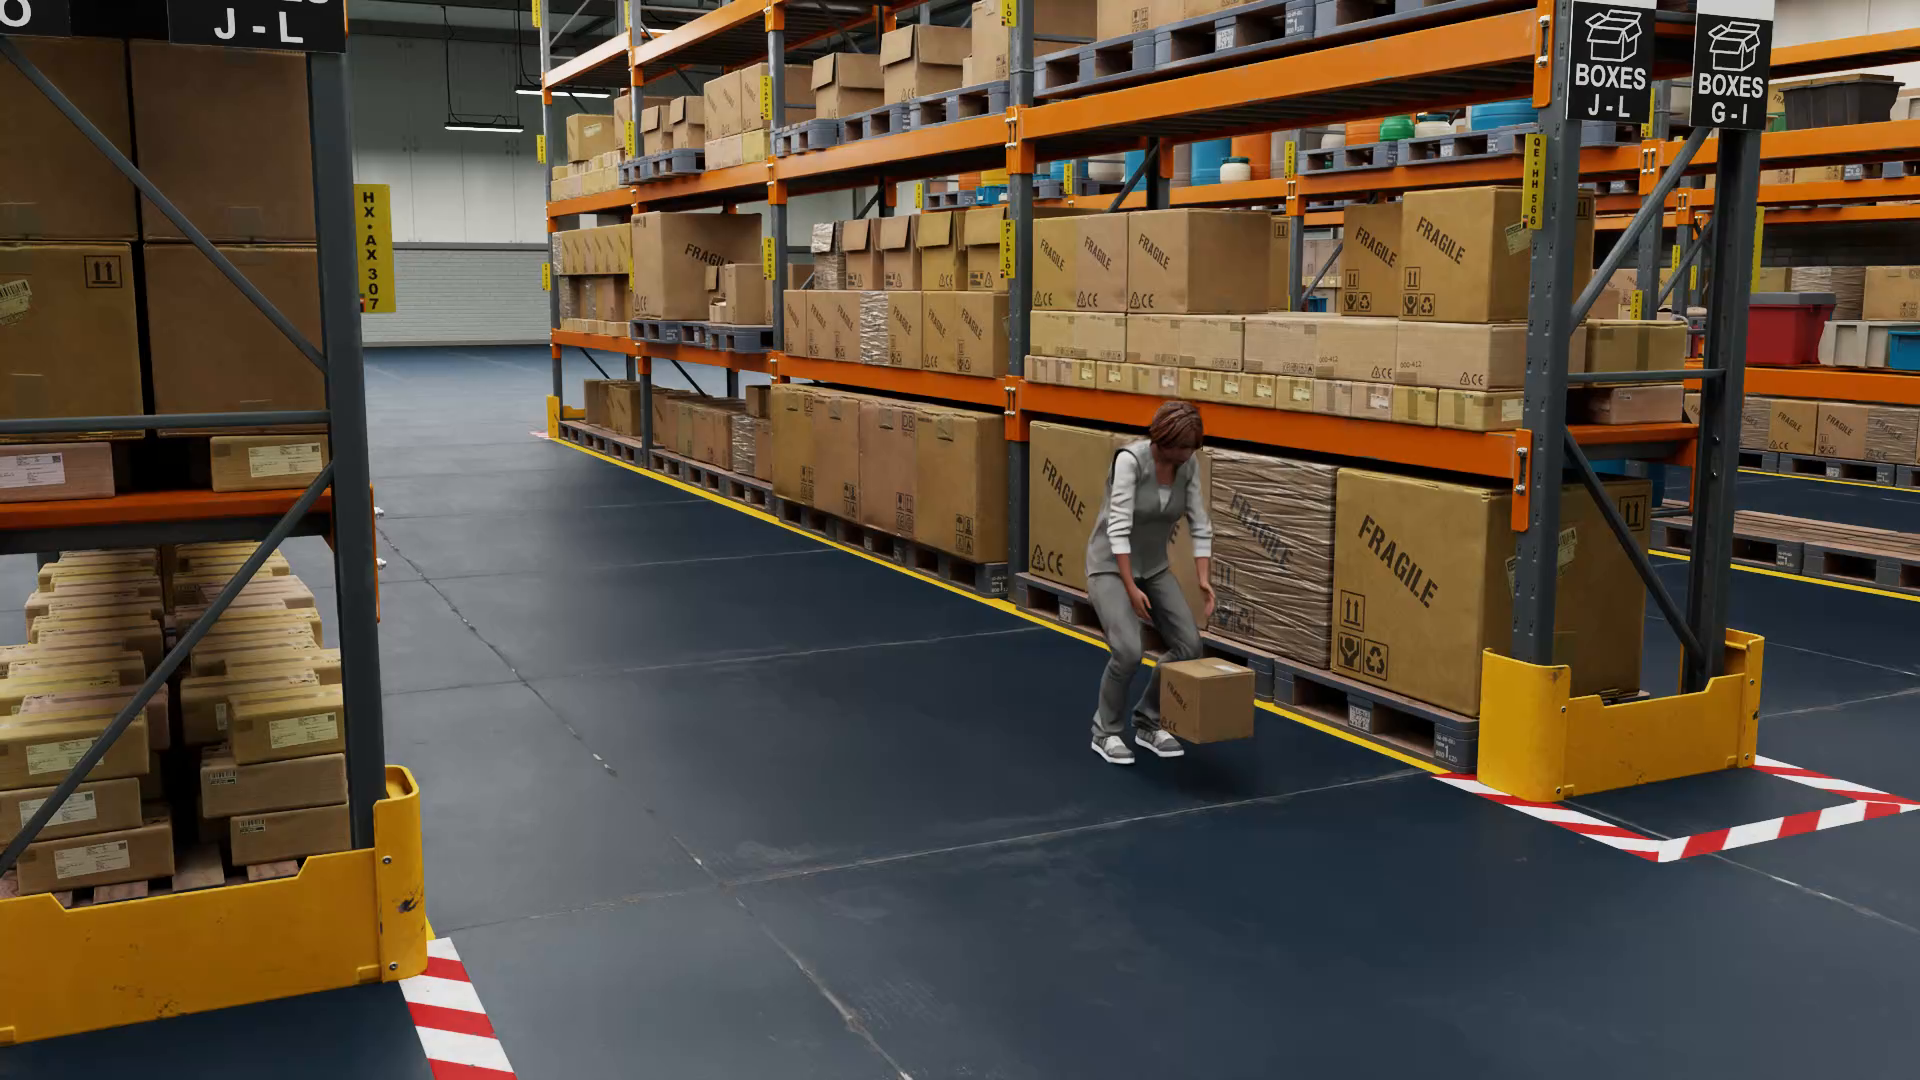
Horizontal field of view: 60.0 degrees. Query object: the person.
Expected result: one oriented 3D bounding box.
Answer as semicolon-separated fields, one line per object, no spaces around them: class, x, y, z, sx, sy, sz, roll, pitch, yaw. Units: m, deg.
person;0.744;0.162;6.487;0.456;1.408;0.560;-4;10;-25
